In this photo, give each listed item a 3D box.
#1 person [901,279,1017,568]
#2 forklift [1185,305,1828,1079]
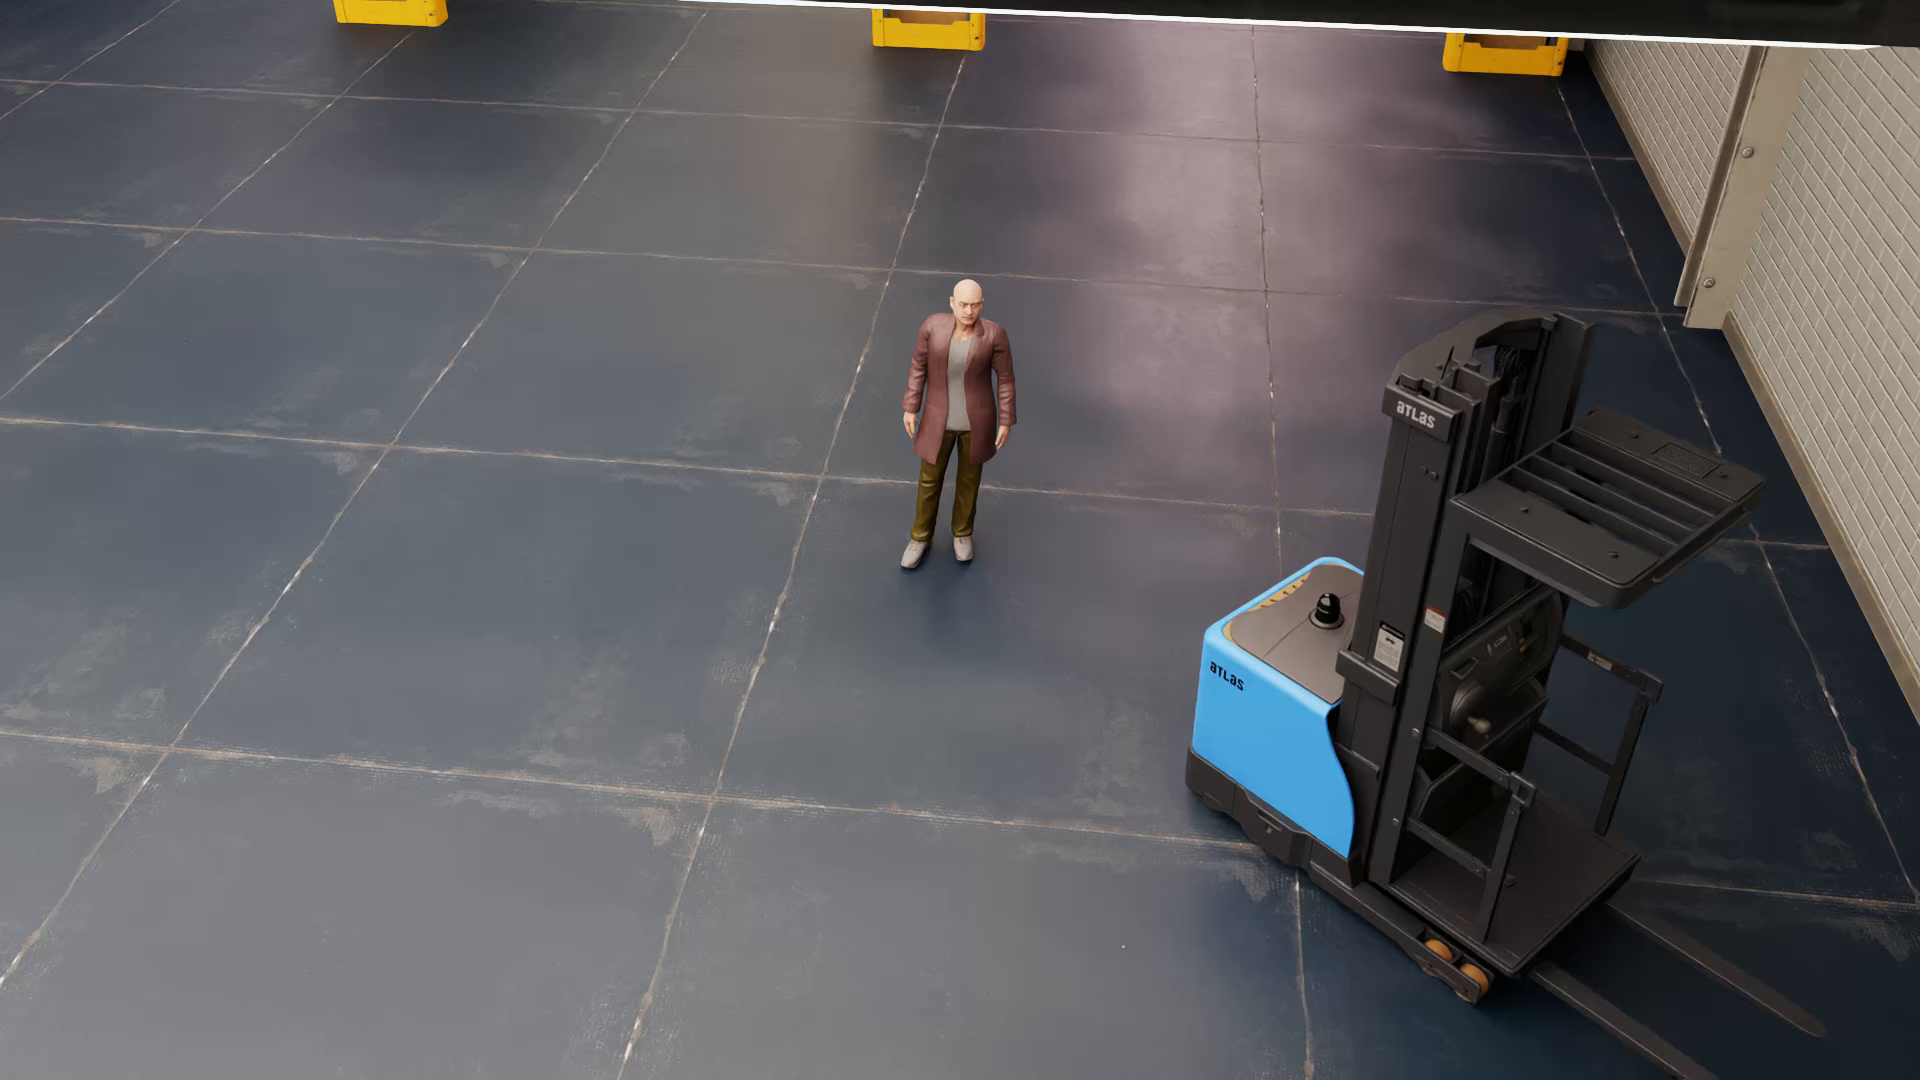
[{"bbox_3d":[-0.015,-0.668,9.895,0.698,1.778,0.579,4,37,6],"label":"person"},{"bbox_3d":[2.526,0.591,7.228,1.130,2.935,3.031,-28,44,-32],"label":"forklift"}]
